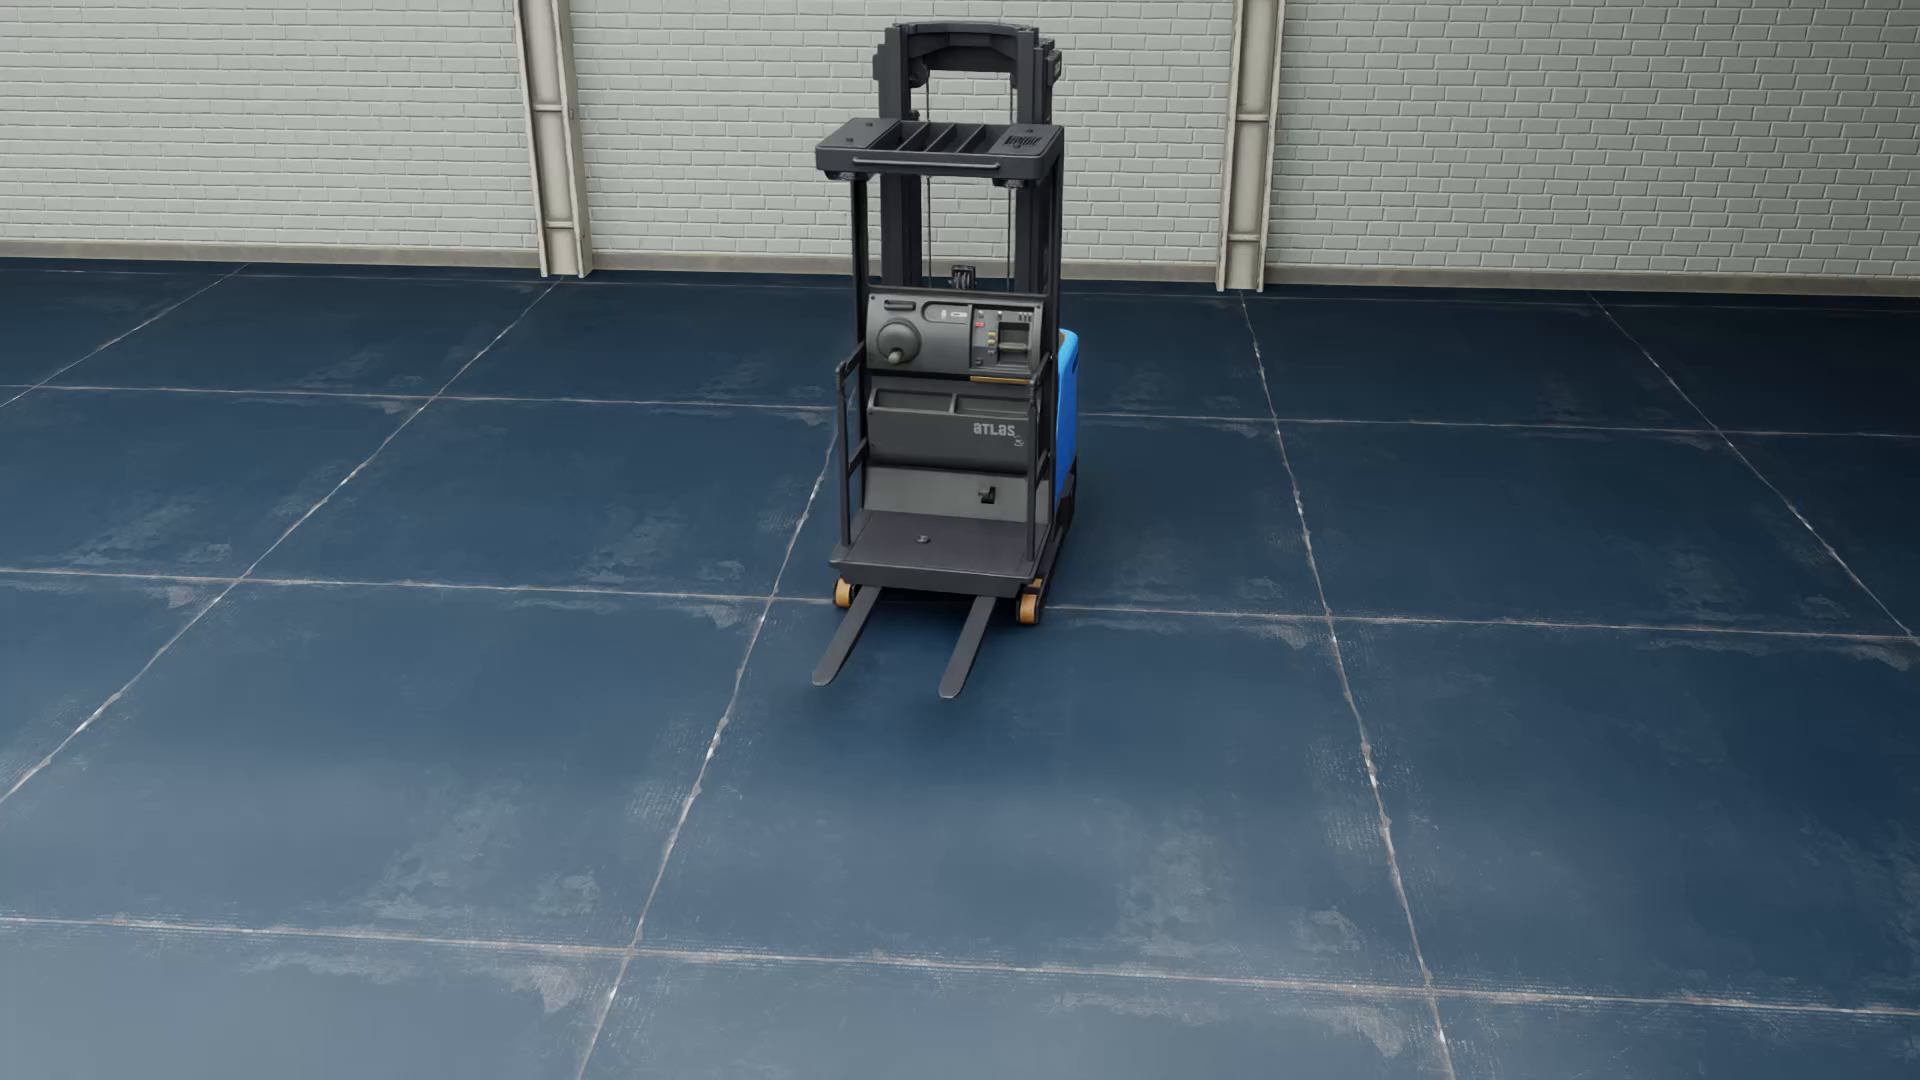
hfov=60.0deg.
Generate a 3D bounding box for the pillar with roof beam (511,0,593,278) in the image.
[{"bbox_3d":[-3.866,-4.707,9.214,0.400,9.000,9.100,2,25,4],"label":"pillar with roof beam"}]

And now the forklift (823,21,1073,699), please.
[{"bbox_3d":[-0.042,-1.048,8.522,1.130,2.935,3.031,4,25,8],"label":"forklift"}]

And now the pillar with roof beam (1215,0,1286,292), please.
[{"bbox_3d":[2.116,-4.515,8.797,0.400,9.000,9.100,2,25,4],"label":"pillar with roof beam"}]
